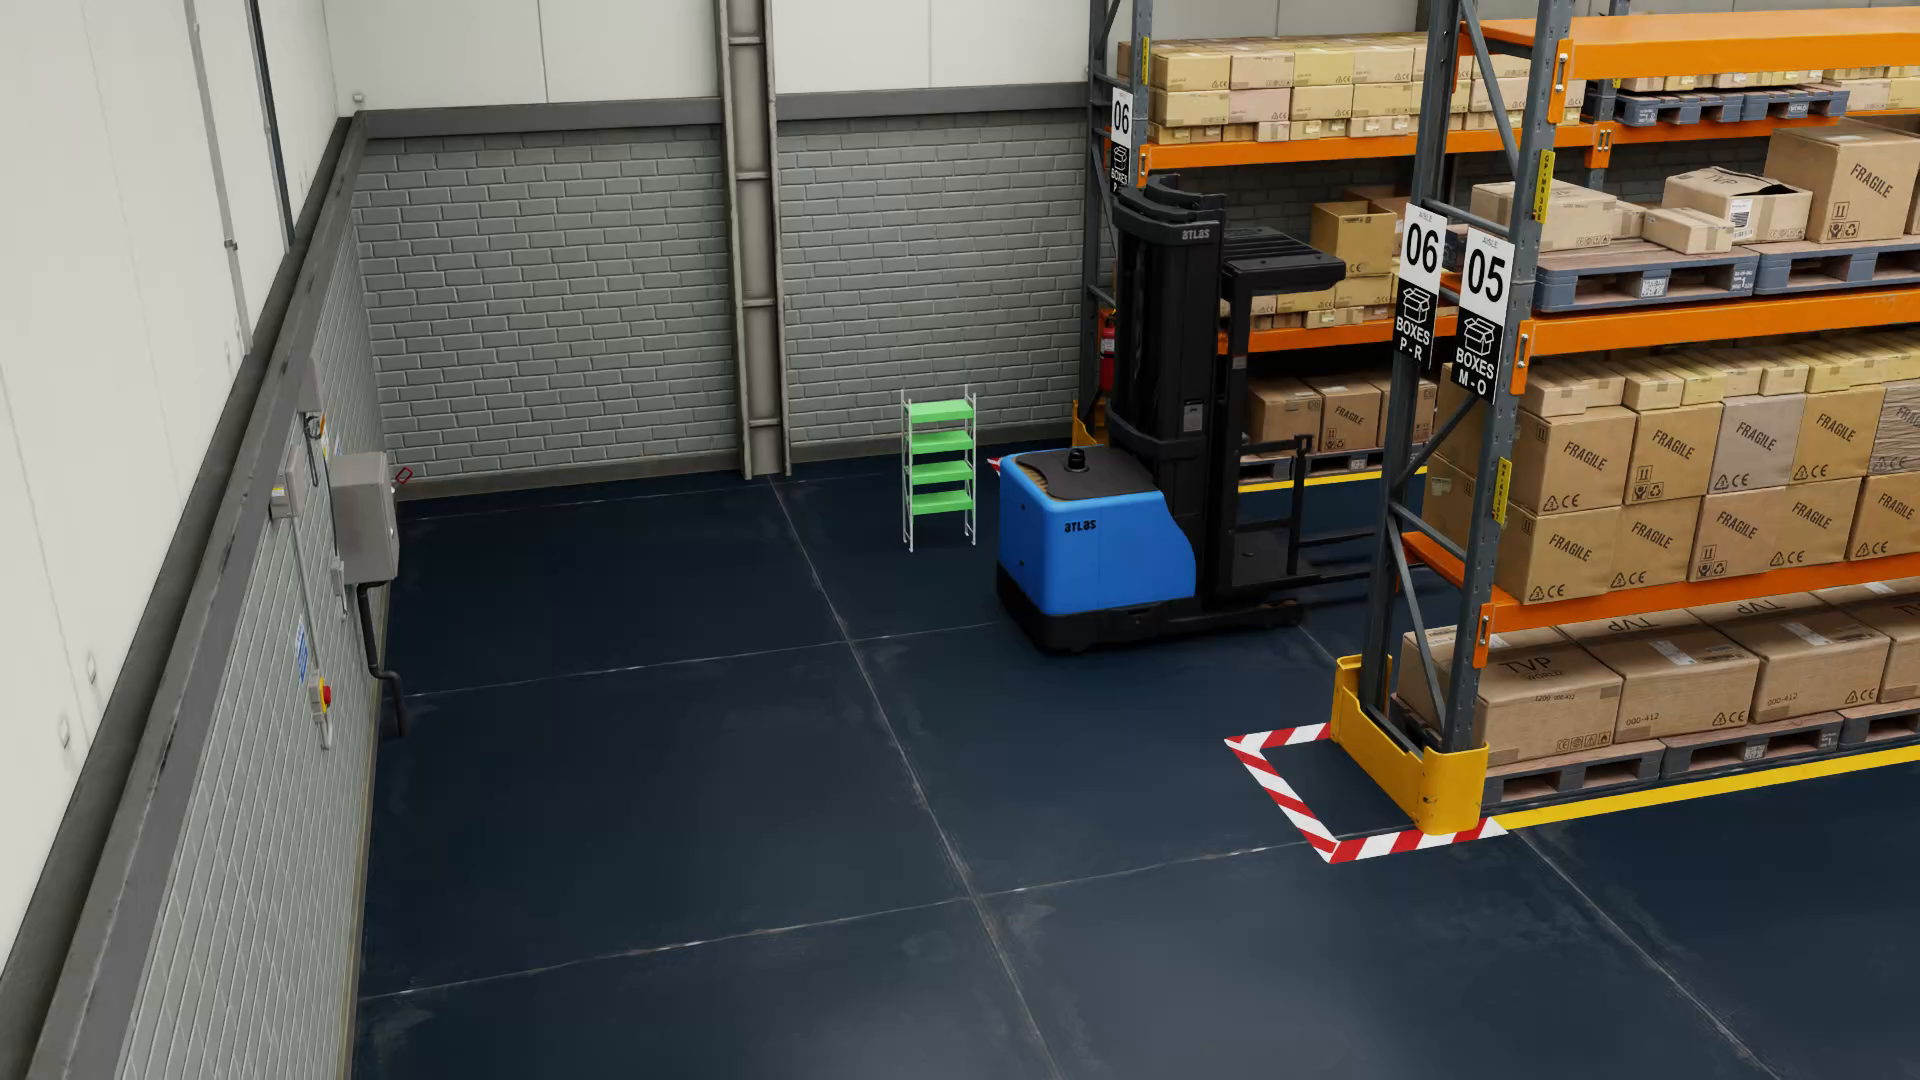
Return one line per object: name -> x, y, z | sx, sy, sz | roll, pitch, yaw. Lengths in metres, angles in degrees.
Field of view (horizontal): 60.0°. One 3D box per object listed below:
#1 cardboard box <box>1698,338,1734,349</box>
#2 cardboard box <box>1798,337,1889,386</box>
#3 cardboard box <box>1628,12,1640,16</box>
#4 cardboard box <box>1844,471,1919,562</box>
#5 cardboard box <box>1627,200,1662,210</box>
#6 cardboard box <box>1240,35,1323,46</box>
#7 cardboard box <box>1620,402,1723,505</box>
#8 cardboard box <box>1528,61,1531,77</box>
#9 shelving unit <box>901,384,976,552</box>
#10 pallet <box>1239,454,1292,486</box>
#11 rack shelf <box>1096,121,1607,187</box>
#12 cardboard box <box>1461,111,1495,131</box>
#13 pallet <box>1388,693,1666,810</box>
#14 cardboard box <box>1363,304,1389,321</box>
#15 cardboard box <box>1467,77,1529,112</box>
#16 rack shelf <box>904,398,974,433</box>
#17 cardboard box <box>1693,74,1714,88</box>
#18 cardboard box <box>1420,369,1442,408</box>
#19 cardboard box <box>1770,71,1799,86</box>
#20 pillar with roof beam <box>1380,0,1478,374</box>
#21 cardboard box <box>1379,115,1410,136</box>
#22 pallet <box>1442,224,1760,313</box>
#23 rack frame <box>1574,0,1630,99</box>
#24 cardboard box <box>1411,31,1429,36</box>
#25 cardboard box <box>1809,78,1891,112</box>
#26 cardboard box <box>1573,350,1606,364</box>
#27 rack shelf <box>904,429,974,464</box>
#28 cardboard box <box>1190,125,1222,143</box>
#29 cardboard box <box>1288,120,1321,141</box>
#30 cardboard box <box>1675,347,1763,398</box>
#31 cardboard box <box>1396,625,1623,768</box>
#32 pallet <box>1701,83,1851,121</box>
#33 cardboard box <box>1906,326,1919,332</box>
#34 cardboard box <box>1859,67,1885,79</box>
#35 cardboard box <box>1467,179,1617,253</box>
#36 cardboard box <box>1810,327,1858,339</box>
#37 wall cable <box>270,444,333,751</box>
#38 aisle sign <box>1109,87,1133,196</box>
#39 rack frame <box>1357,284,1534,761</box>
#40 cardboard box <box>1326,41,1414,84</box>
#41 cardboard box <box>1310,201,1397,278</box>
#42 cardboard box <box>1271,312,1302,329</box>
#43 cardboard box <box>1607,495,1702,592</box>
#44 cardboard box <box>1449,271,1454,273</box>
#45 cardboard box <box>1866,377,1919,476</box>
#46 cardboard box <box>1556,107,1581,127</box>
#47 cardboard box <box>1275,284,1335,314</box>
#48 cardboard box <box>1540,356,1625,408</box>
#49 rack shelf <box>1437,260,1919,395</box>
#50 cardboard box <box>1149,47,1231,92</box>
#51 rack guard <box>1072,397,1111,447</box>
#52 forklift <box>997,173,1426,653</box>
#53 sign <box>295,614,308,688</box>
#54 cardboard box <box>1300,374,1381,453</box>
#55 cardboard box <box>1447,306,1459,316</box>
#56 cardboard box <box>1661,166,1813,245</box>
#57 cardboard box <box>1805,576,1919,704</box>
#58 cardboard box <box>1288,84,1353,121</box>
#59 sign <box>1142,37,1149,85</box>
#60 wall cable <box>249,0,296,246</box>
cardboard box -> 4.047, -1.095, 9.212 | 0.250, 0.149, 0.380 | -6, 24, -13
cardboard box -> 4.702, -0.953, 8.879 | 0.250, 0.149, 0.380 | -6, 24, -14
cardboard box -> 5.433, -4.060, 13.290 | 0.258, 0.266, 0.396 | -7, 24, -15
cardboard box -> 5.041, -0.231, 9.287 | 0.500, 0.500, 0.500 | -7, 24, -15
cardboard box -> 6.073, -2.592, 14.257 | 0.500, 0.500, 0.700 | -6, 24, -14
cardboard box -> 2.544, -3.848, 13.220 | 0.500, 0.250, 0.500 | -6, 24, -14
cardboard box -> 3.576, -0.527, 8.710 | 0.500, 0.500, 0.500 | -7, 24, -16
cardboard box -> 4.628, -3.862, 13.252 | 0.500, 0.250, 0.500 | -6, 24, -14
shelving unit -> -0.159, -0.534, 12.402 | 0.503, 1.200, 0.258 | -6, 24, -14
pallet -> 2.038, -0.717, 14.084 | 1.213, 0.211, 1.003 | -6, 24, -14
rack shelf -> 3.123, -3.166, 13.363 | 4.000, 0.370, 1.077 | -6, 24, -14
cardboard box -> 4.047, -3.369, 13.242 | 0.250, 0.149, 0.380 | -6, 24, -15
pallet -> 3.290, 1.146, 9.743 | 1.213, 0.211, 1.003 | -6, 24, -14
cardboard box -> 3.319, -1.928, 13.689 | 0.250, 0.149, 0.380 | -6, 24, -14
cardboard box -> 4.154, -3.572, 13.209 | 0.500, 0.250, 0.500 | -7, 24, -16
rack shelf -> -0.159, -0.916, 12.238 | 0.480, 0.148, 0.258 | -6, 24, -14
cardboard box -> 5.920, -3.792, 13.570 | 0.250, 0.149, 0.380 | -6, 24, -14
cardboard box -> 4.349, -1.308, 14.801 | 0.500, 0.311, 0.500 | -5, 24, -12
cardboard box -> 6.673, -3.847, 13.697 | 0.250, 0.149, 0.380 | -6, 24, -13
pillar with roof beam -> 5.298, -3.722, 9.942 | 0.400, 9.000, 9.100 | -6, 24, -14
cardboard box -> 3.308, -3.269, 13.008 | 0.250, 0.149, 0.380 | -6, 24, -13
pallet -> 3.253, -1.442, 8.544 | 1.213, 0.211, 1.003 | -6, 24, -14
rack frame -> 5.049, -5.088, 13.126 | 0.127, 3.000, 1.000 | -6, 24, -14
cardboard box -> 4.000, -4.001, 13.576 | 0.500, 0.250, 0.500 | -7, 24, -16
cardboard box -> 7.506, -3.813, 14.148 | 0.500, 0.250, 0.500 | -6, 24, -14
cardboard box -> 3.297, -1.034, 9.069 | 0.250, 0.149, 0.380 | -7, 24, -15
rack shelf -> -0.159, -0.696, 12.333 | 0.480, 0.148, 0.258 | -6, 24, -14
cardboard box -> 1.812, -3.152, 12.736 | 0.250, 0.149, 0.380 | -6, 24, -13
cardboard box -> 2.582, -3.191, 12.827 | 0.250, 0.149, 0.380 | -6, 24, -15
cardboard box -> 3.960, -0.879, 8.708 | 0.250, 0.149, 0.380 | -6, 24, -14
cardboard box -> 3.150, 0.855, 9.600 | 0.875, 0.438, 0.875 | -7, 24, -16
pallet -> 6.693, -3.778, 14.114 | 1.003, 0.211, 1.213 | -6, 24, -14
cardboard box -> 5.418, -1.053, 9.114 | 0.250, 0.149, 0.380 | -7, 24, -15
cardboard box -> 7.628, -4.032, 14.153 | 0.250, 0.149, 0.380 | -6, 24, -14
cardboard box -> 2.951, -1.652, 8.452 | 0.500, 0.250, 0.500 | -9, 25, -19
cardboard box -> 4.803, -1.160, 9.363 | 0.250, 0.149, 0.380 | -6, 24, -15
wall cable -> -2.881, 0.107, 7.298 | 0.123, 1.953, 0.585 | -6, 24, -14
aisle sign -> 1.211, -2.981, 12.527 | 0.004, 0.787, 0.394 | -6, 24, -14
rack frame -> 2.542, -0.021, 8.925 | 0.127, 3.000, 1.000 | -6, 24, -14
cardboard box -> 3.155, -3.697, 12.867 | 0.500, 0.250, 0.500 | -6, 24, -13
cardboard box -> 3.151, -2.423, 13.386 | 0.500, 0.500, 0.500 | -6, 24, -13
cardboard box -> 2.578, -1.840, 13.484 | 0.250, 0.149, 0.380 | -6, 24, -14
cardboard box -> 3.561, -0.073, 8.921 | 0.500, 0.500, 0.500 | -7, 24, -15
cardboard box -> 4.146, -2.193, 13.800 | 0.500, 0.250, 0.500 | -6, 24, -14
cardboard box -> 5.035, -0.689, 9.086 | 0.500, 0.500, 0.500 | -6, 24, -14
cardboard box -> 4.782, -3.444, 13.416 | 0.250, 0.149, 0.380 | -6, 24, -15
cardboard box -> 2.679, -2.028, 13.415 | 0.500, 0.250, 0.500 | -7, 24, -15
cardboard box -> 3.191, -0.812, 8.551 | 0.250, 0.149, 0.380 | -6, 24, -13
rack shelf -> 4.467, -1.282, 8.972 | 4.000, 0.370, 1.077 | -6, 24, -14
cardboard box -> 1.692, -3.533, 12.485 | 0.500, 0.250, 0.500 | -7, 24, -15
rack guard -> 1.270, -0.764, 13.828 | 0.348, 0.500, 1.175 | -6, 24, -14
forklift -> 1.832, -0.936, 11.144 | 3.031, 2.935, 1.130 | -7, 24, -16
sign -> -2.927, 0.489, 7.393 | 0.001, 0.218, 0.327 | -6, 24, -14
cardboard box -> 3.181, -1.073, 14.015 | 0.500, 0.500, 0.500 | -6, 24, -13
cardboard box -> 4.061, -1.995, 13.845 | 0.250, 0.149, 0.380 | -6, 24, -13
cardboard box -> 3.996, -1.738, 8.576 | 0.500, 0.311, 0.500 | -6, 24, -13
cardboard box -> 5.759, 0.564, 10.279 | 0.875, 0.438, 0.875 | -7, 24, -15
cardboard box -> 2.678, -3.407, 12.824 | 0.500, 0.250, 0.500 | -7, 24, -16
sign -> 1.344, -3.479, 12.072 | 0.005, 0.325, 0.100 | -6, 24, -14
wall cable -> -3.776, -3.430, 9.214 | 0.133, 3.039, 2.988 | -6, 24, -14
